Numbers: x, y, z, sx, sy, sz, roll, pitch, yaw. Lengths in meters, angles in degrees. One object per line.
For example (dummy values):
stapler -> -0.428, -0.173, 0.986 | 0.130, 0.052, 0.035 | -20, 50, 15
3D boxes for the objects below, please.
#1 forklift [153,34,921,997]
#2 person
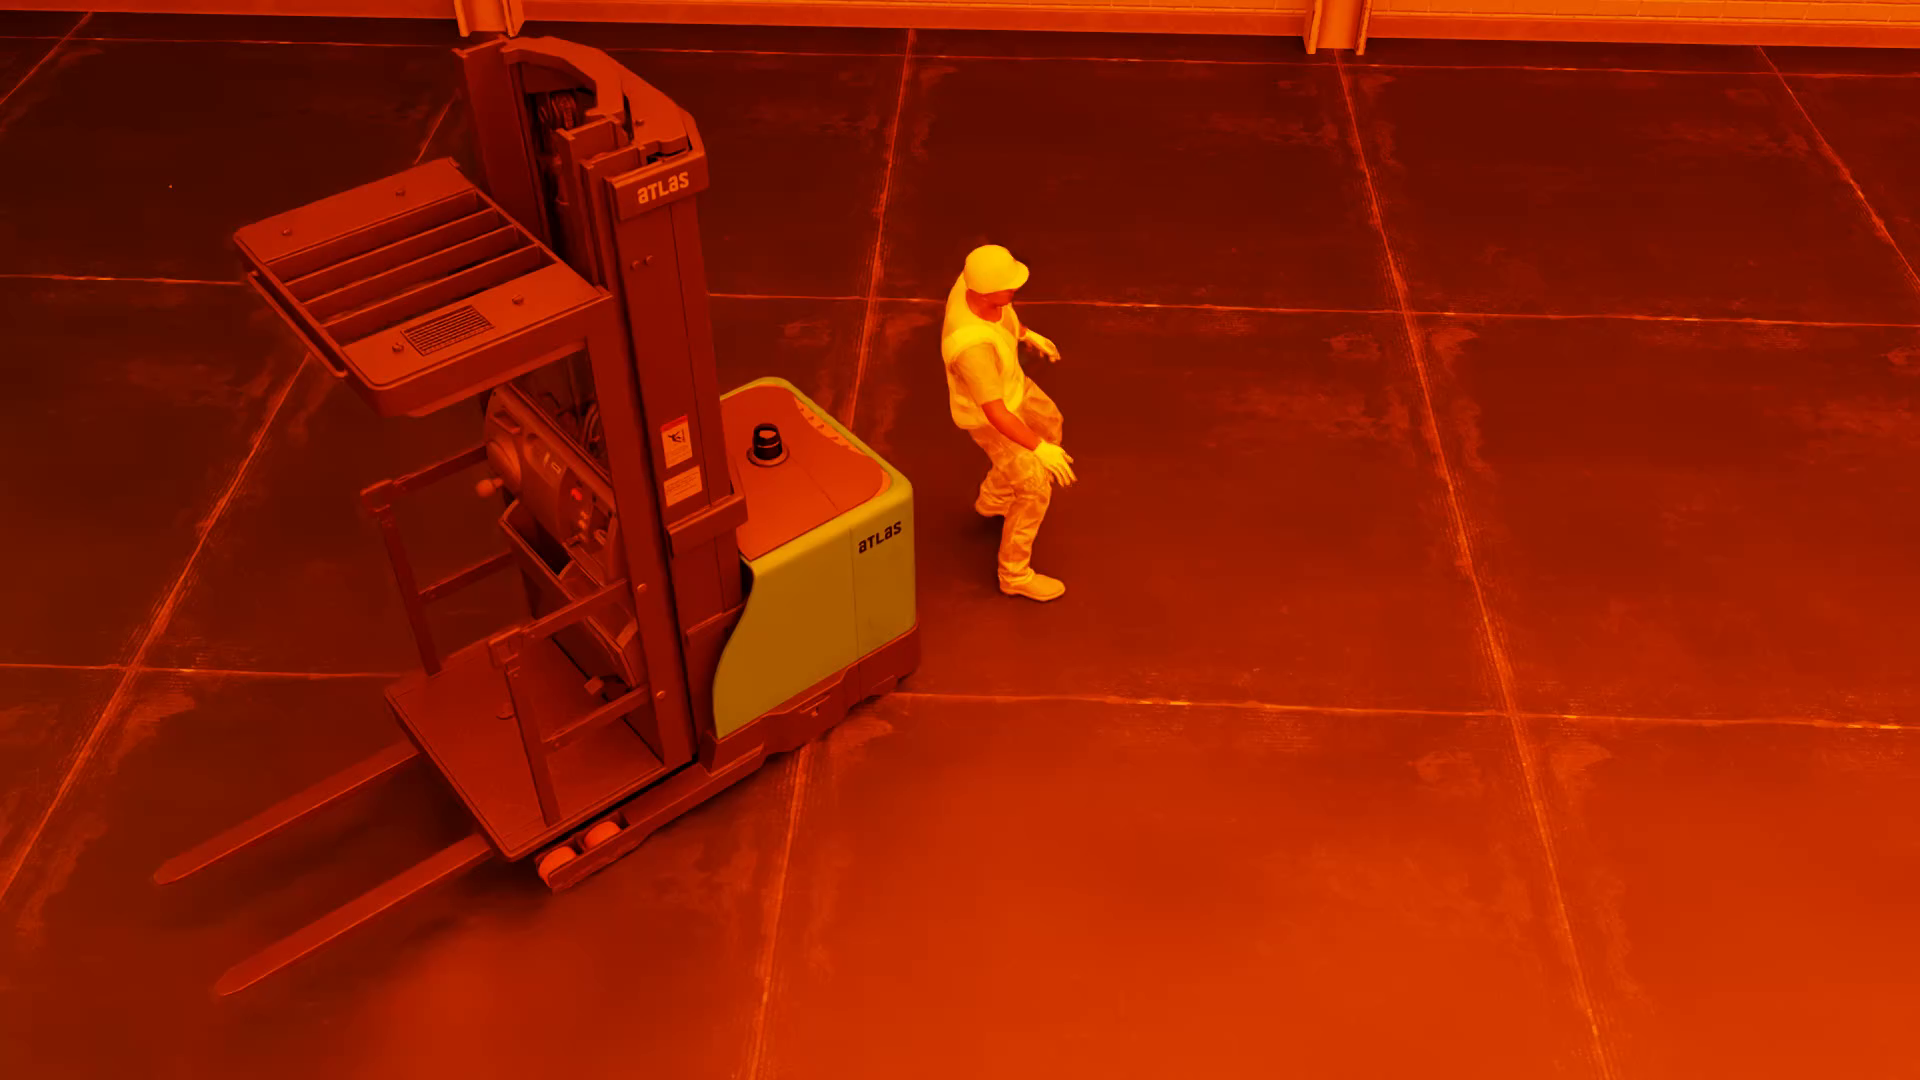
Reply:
forklift -> -1.633, -0.135, 5.890 | 3.031, 2.935, 1.130 | -29, 50, -28
person -> 0.229, -0.589, 7.334 | 0.615, 1.663, 0.864 | 4, 43, 4
